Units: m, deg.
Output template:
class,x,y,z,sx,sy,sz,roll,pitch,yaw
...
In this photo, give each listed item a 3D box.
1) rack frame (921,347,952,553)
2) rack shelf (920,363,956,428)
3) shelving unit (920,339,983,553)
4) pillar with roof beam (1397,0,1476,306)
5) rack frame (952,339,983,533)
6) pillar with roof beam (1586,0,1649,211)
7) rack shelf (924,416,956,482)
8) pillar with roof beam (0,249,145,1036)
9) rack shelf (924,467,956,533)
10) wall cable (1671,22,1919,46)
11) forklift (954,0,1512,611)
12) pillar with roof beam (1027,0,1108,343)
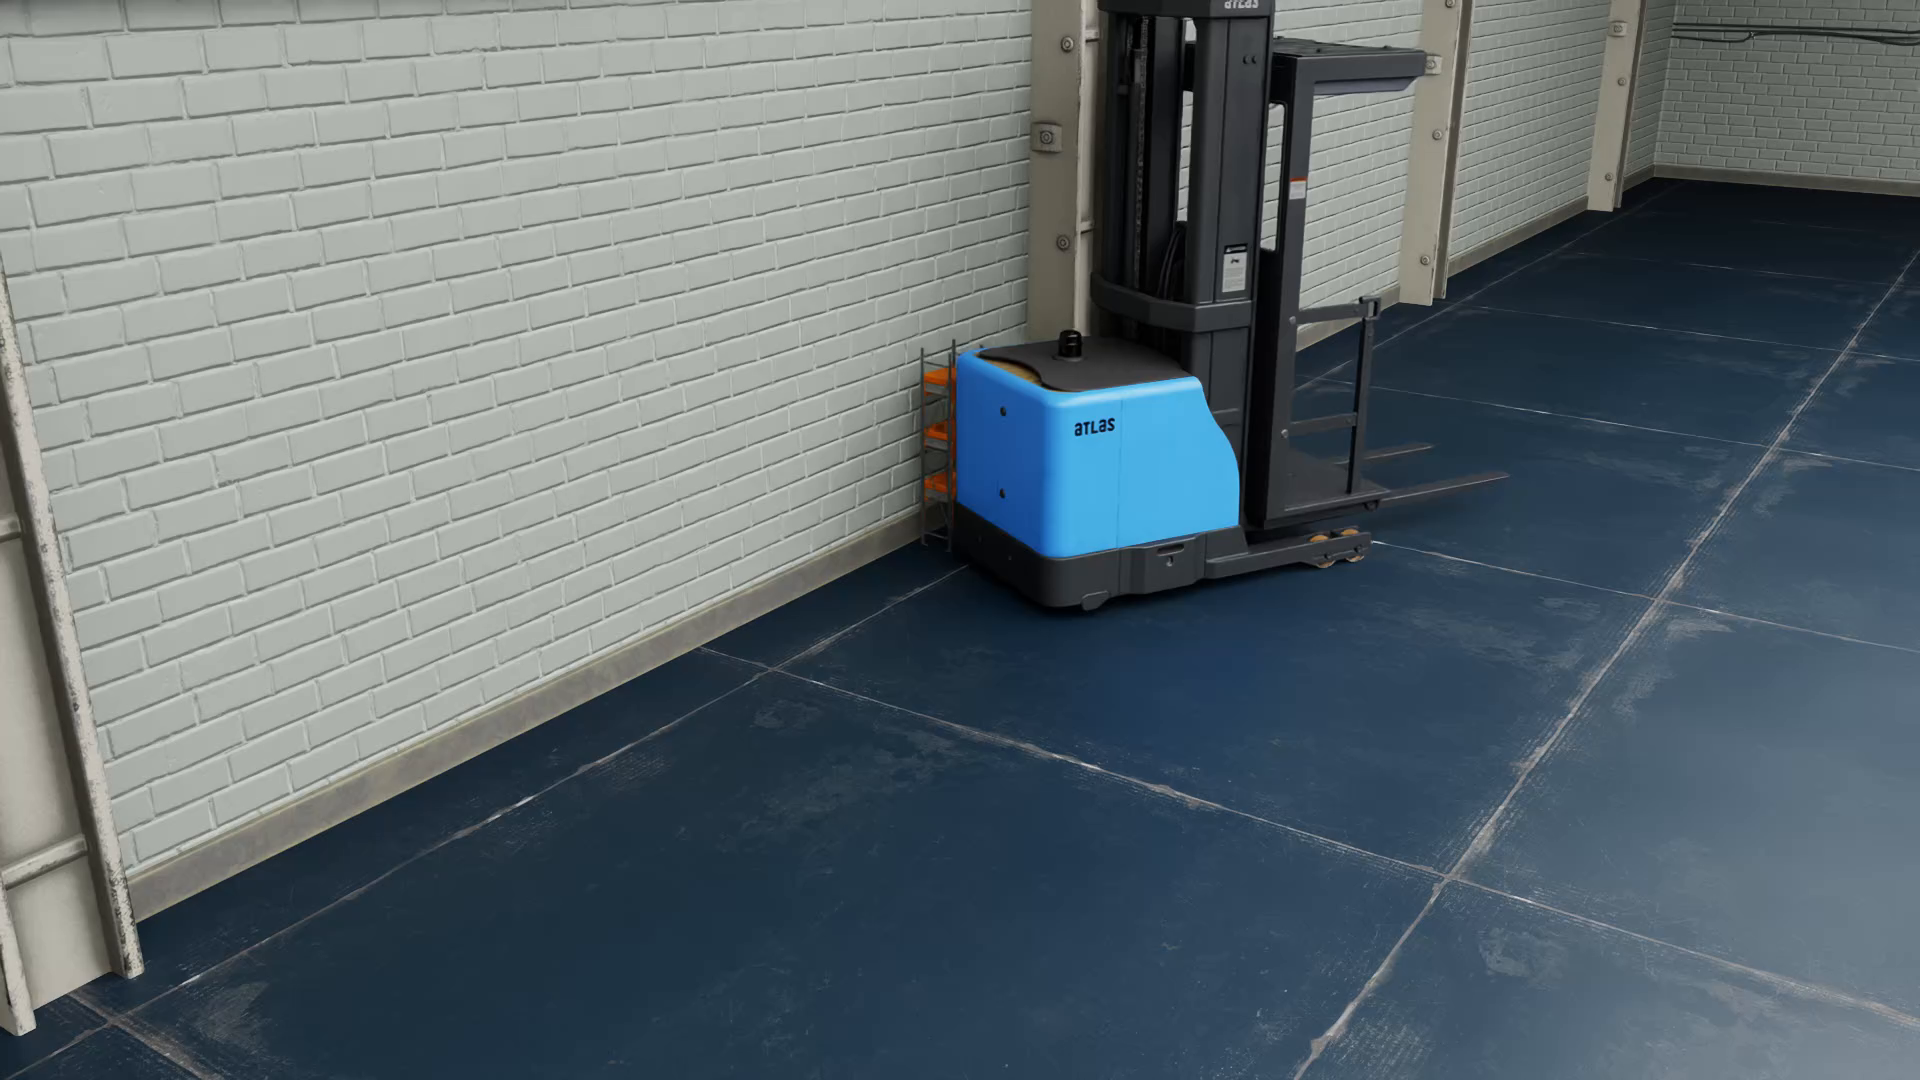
class,x,y,z,sx,sy,sz,roll,pitch,yaw
rack frame,-0.122,-0.451,8.464,0.200,1.050,0.008,16,25,38
rack shelf,-0.042,-0.739,8.459,0.215,0.259,0.240,16,25,38
shelving unit,-0.043,-0.482,8.551,0.215,1.050,0.252,16,25,38
pillar with roof beam,7.544,-5.462,10.560,9.100,9.000,0.400,13,24,32
rack frame,0.036,-0.513,8.639,0.200,1.050,0.008,16,25,38
pillar with roof beam,10.916,-7.183,15.214,9.100,9.000,0.400,13,24,32
rack shelf,-0.043,-0.472,8.555,0.215,0.259,0.240,16,25,38
pillar with roof beam,0.798,-2.019,1.252,9.100,9.000,0.400,13,24,32
rack shelf,-0.044,-0.211,8.649,0.215,0.259,0.240,16,25,38
wall cable,10.106,-7.154,19.610,3.097,2.526,0.112,13,24,32
forklift,1.518,-1.383,8.280,3.031,2.935,1.130,-10,23,-25
pillar with roof beam,4.171,-3.740,5.906,9.100,9.000,0.400,13,24,32
